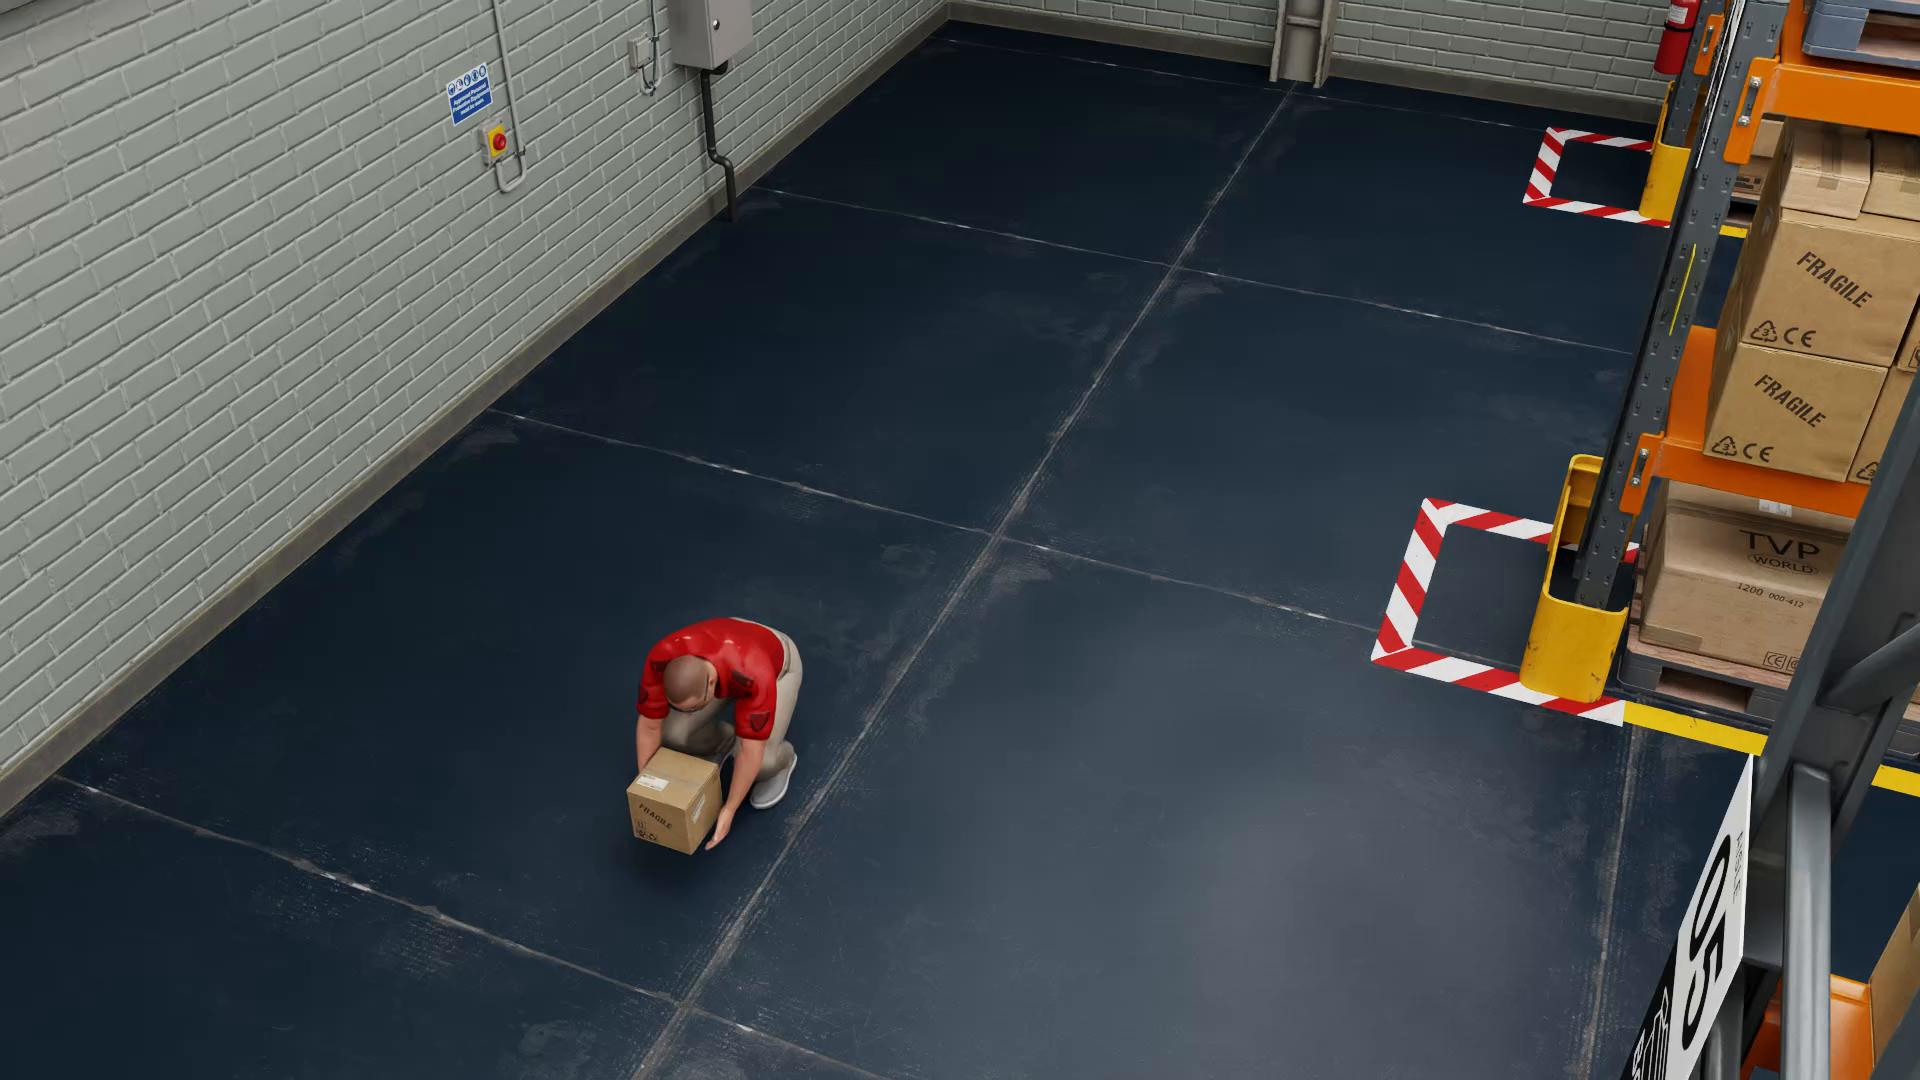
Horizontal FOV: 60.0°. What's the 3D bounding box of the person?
[{"bbox_3d":[-0.913,0.653,6.422,0.569,0.990,0.885,14,39,18],"label":"person"}]
